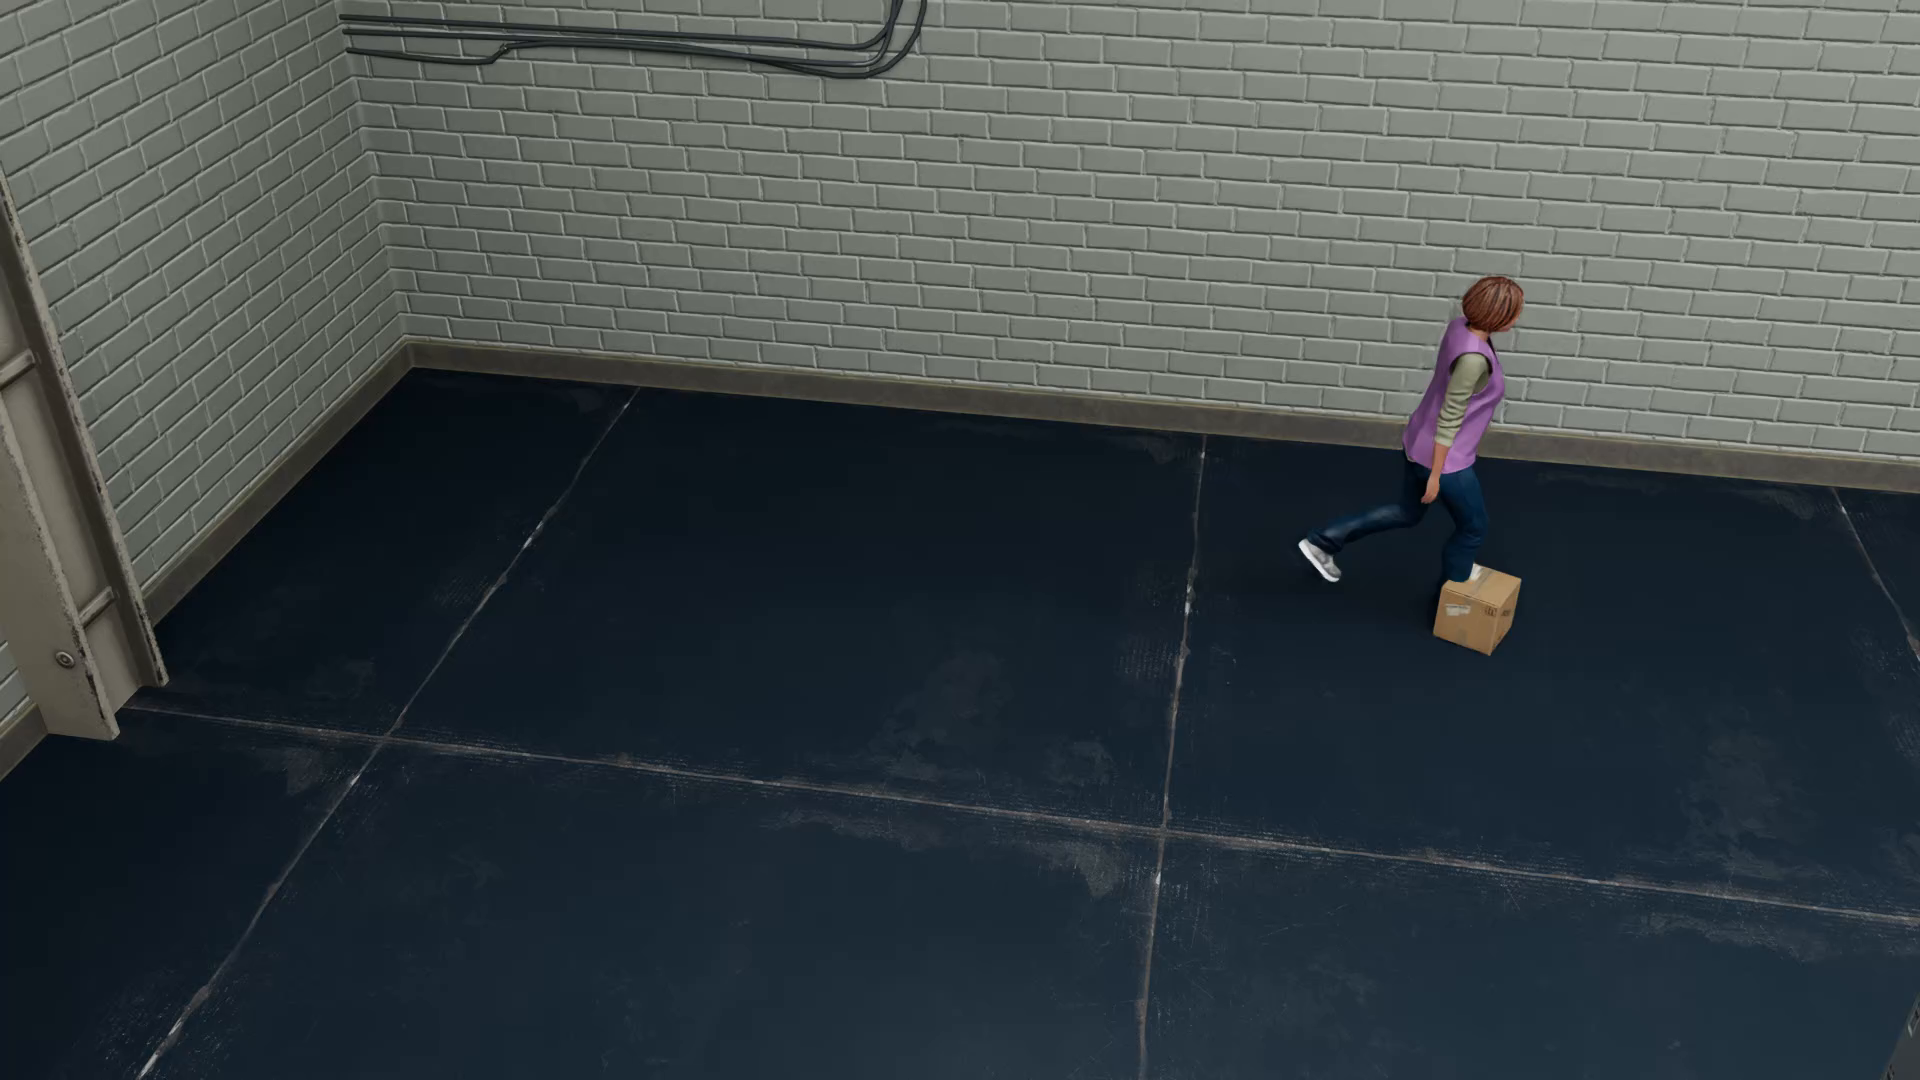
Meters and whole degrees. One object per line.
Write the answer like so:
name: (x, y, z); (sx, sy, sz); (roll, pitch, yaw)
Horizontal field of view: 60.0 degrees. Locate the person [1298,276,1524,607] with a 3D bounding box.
person: (1.867, -0.370, 6.721); (0.872, 1.542, 0.423); (4, 33, 5)
